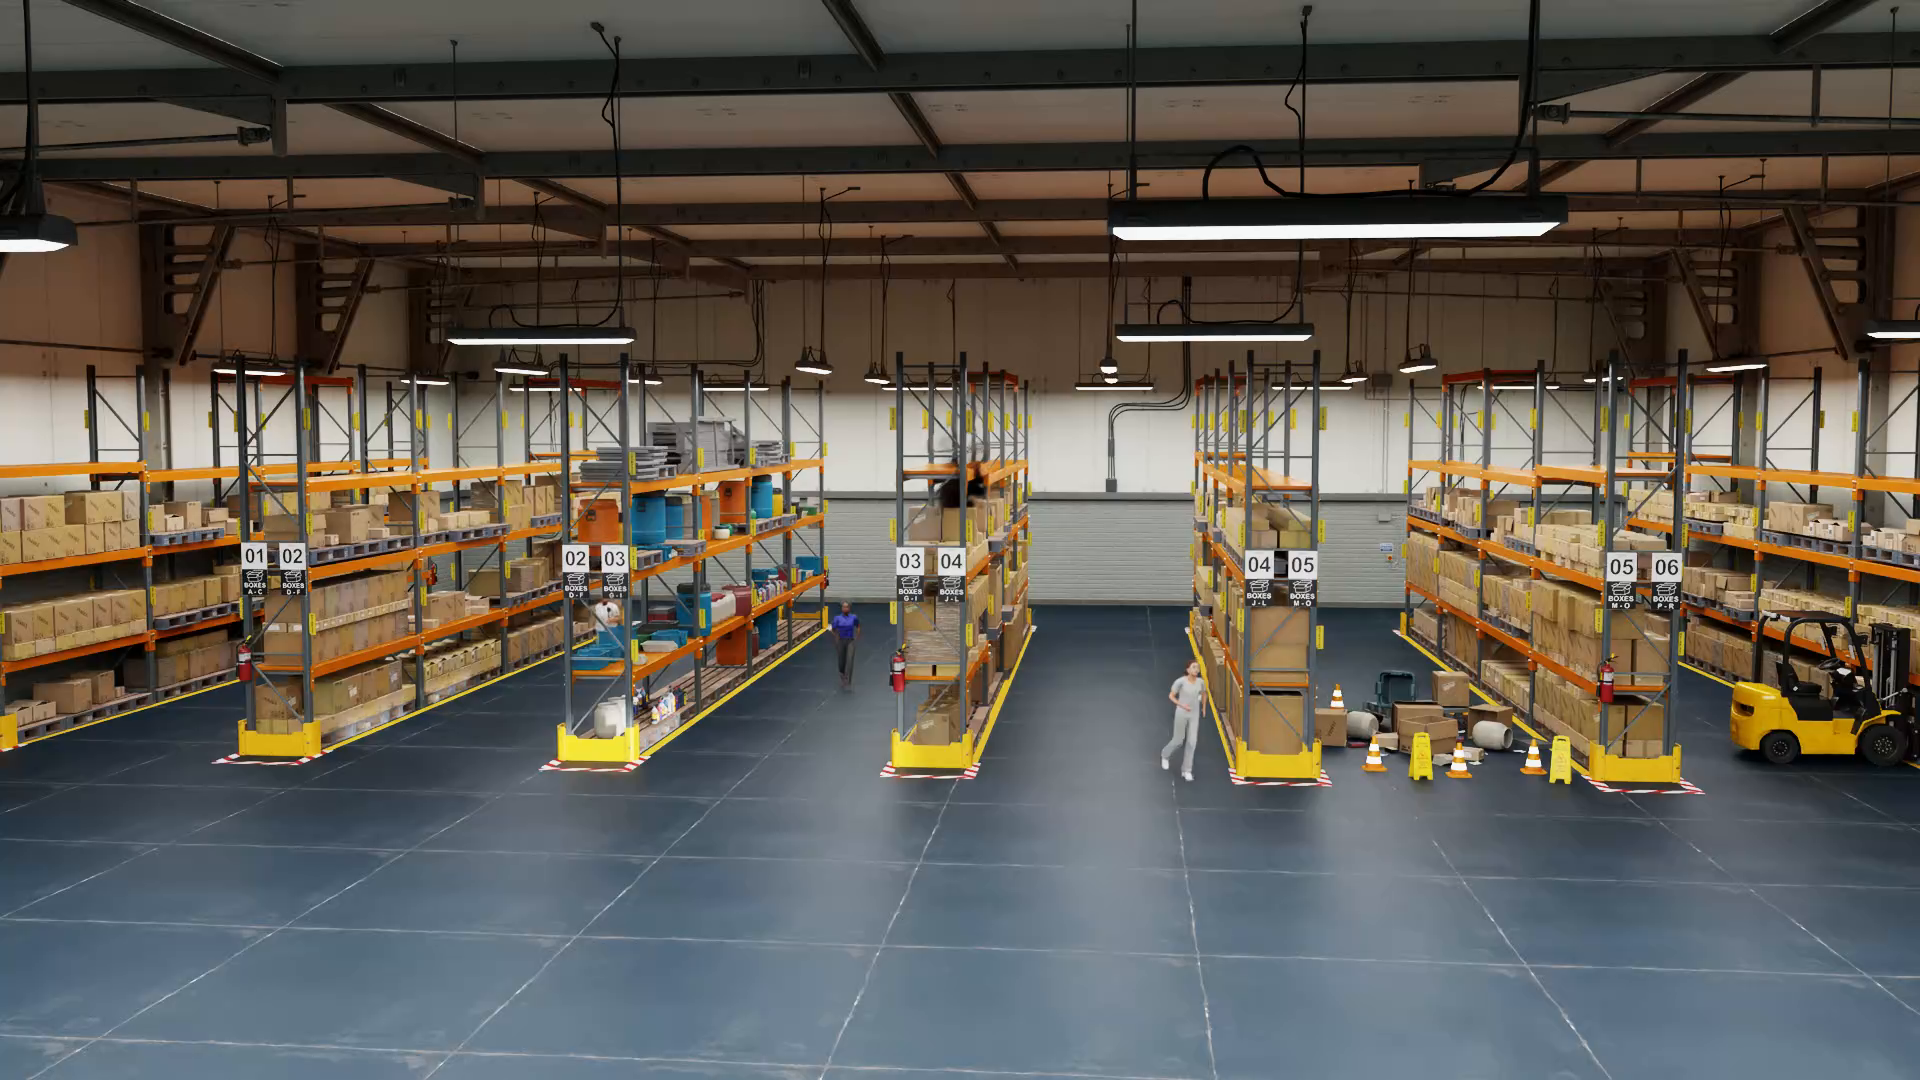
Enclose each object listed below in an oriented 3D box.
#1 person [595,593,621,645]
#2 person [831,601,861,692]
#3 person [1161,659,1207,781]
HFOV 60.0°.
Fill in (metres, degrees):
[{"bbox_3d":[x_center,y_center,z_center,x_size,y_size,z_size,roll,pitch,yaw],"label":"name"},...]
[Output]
[{"bbox_3d":[-7.023,1.845,33.006,0.578,1.675,0.649,0,4,2],"label":"person"},{"bbox_3d":[-2.137,1.970,31.197,0.579,1.650,0.851,0,4,-6],"label":"person"},{"bbox_3d":[3.240,2.505,23.521,0.601,1.661,0.823,-1,4,-15],"label":"person"}]
